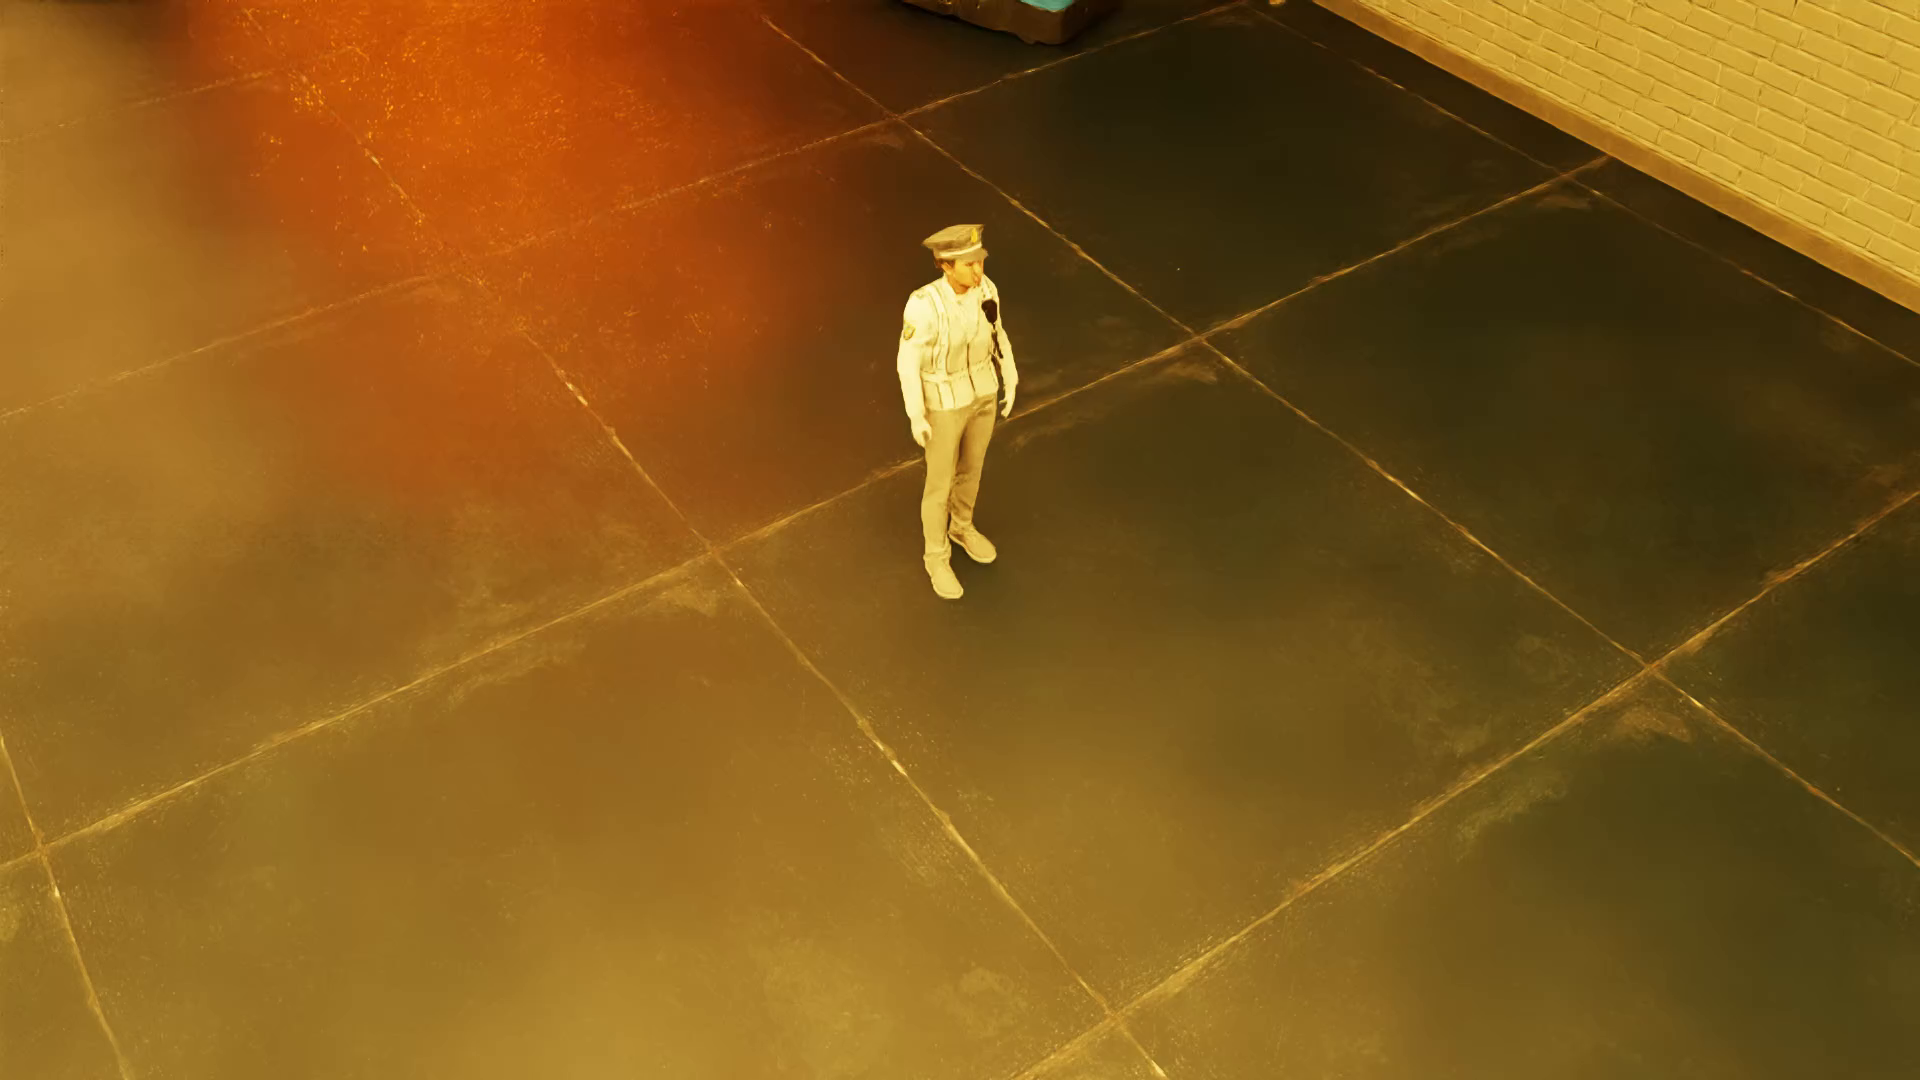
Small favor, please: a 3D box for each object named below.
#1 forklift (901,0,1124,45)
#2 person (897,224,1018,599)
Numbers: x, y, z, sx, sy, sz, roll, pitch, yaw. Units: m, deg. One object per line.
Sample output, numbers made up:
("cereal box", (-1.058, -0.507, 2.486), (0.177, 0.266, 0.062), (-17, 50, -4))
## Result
("forklift", (-0.270, -5.303, 11.470), (3.031, 2.935, 1.130), (25, 48, 25))
("person", (0.033, -0.588, 7.255), (0.586, 1.695, 0.533), (-25, 48, -25))
